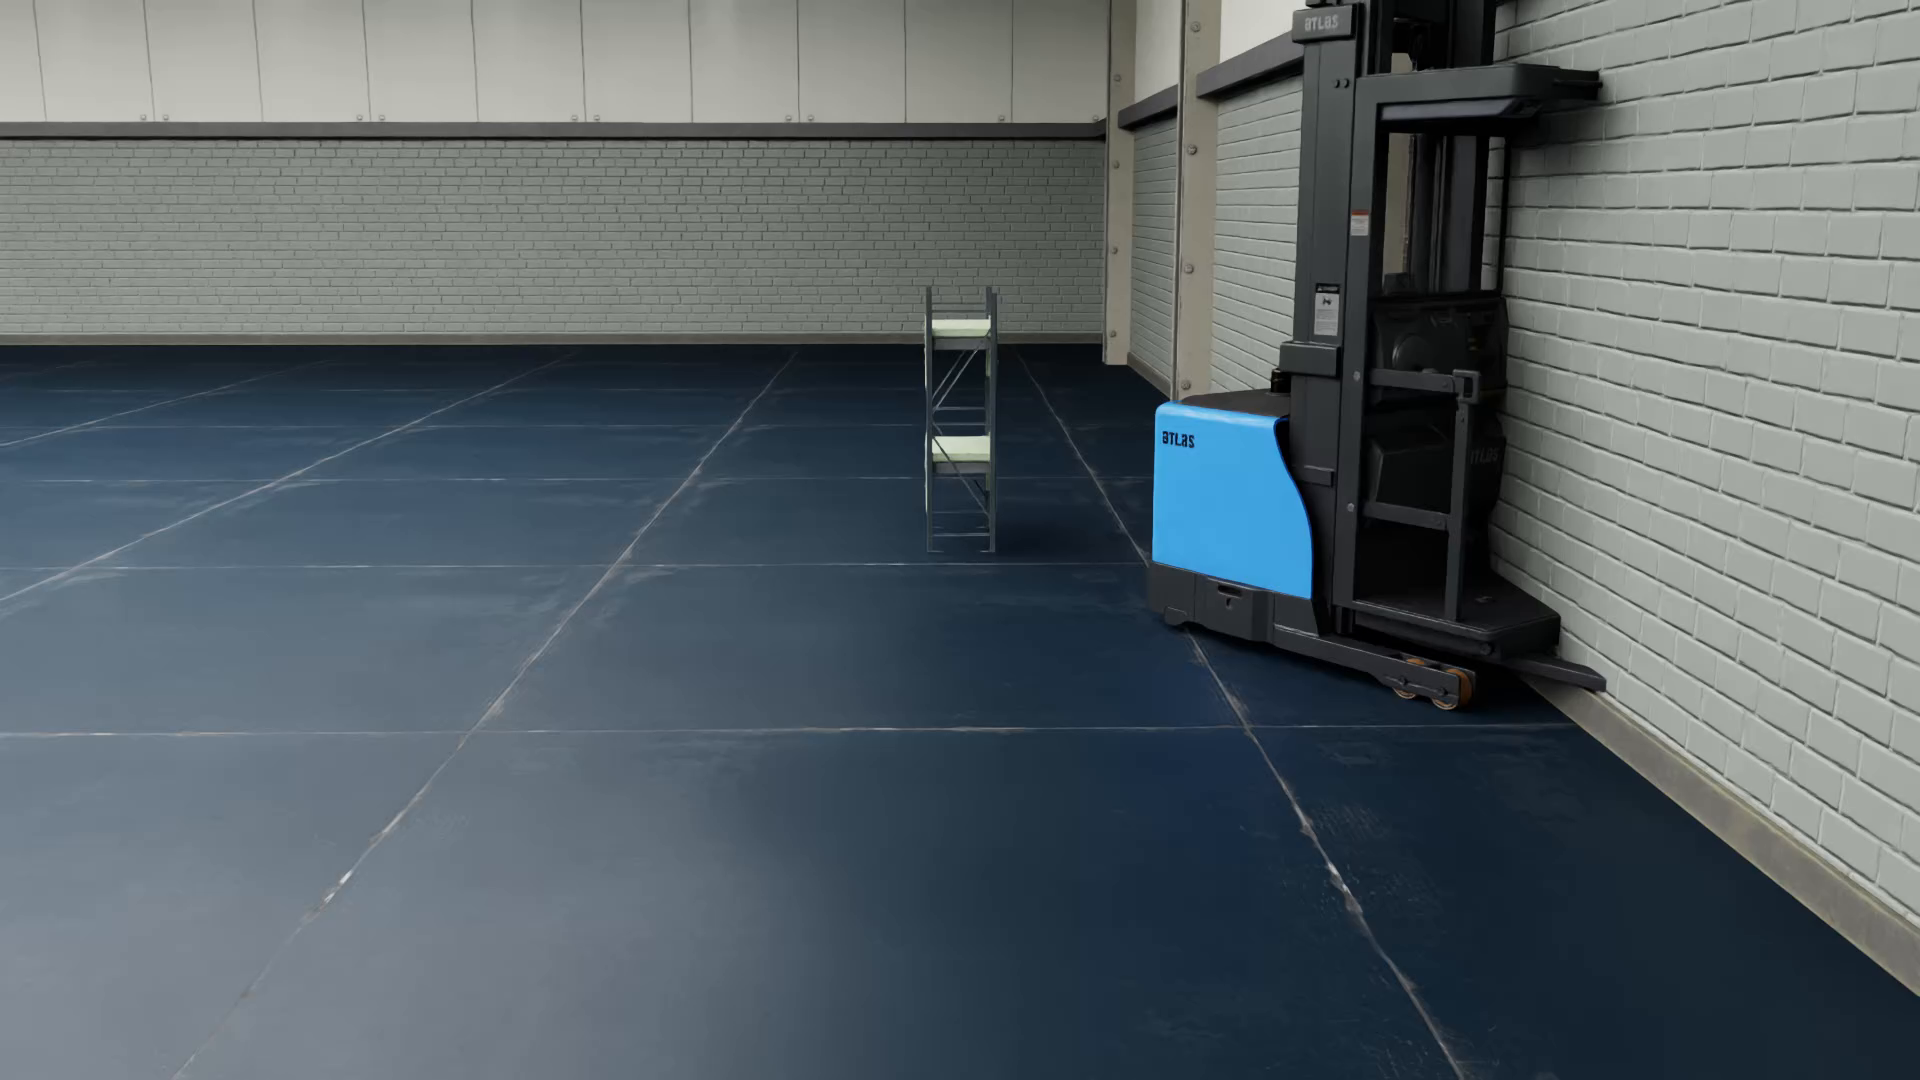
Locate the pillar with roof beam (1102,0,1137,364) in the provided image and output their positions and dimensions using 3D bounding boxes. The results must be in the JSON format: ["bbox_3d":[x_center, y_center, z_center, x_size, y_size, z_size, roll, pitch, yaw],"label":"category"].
[{"bbox_3d":[-2.315,-6.651,20.212,9.100,9.000,0.400,0,11,-1],"label":"pillar with roof beam"}]

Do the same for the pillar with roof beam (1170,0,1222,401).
[{"bbox_3d":[-2.191,-5.459,14.333,9.100,9.000,0.400,0,11,-1],"label":"pillar with roof beam"}]

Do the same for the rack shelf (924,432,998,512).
[{"bbox_3d":[0.000,-0.417,9.981,0.431,0.370,0.720,0,11,-1],"label":"rack shelf"}]

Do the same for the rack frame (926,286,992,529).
[{"bbox_3d":[-0.008,-0.809,10.275,0.400,1.500,0.023,0,11,-1],"label":"rack frame"}]

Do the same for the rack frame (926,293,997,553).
[{"bbox_3d":[0.007,-0.664,9.558,0.400,1.500,0.023,0,11,-1],"label":"rack frame"}]

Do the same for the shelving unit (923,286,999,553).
[{"bbox_3d":[0.000,-0.736,9.917,0.431,1.500,0.755,0,11,-1],"label":"shelving unit"}]

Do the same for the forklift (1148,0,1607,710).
[{"bbox_3d":[2.203,-0.863,6.940,1.130,2.935,3.031,-9,14,-36],"label":"forklift"}]

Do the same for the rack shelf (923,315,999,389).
[{"bbox_3d":[0.000,-1.119,9.839,0.431,0.370,0.720,0,11,-1],"label":"rack shelf"}]

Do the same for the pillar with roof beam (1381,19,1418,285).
[{"bbox_3d":[-2.067,-4.266,8.454,9.100,9.000,0.400,0,11,-1],"label":"pillar with roof beam"}]
